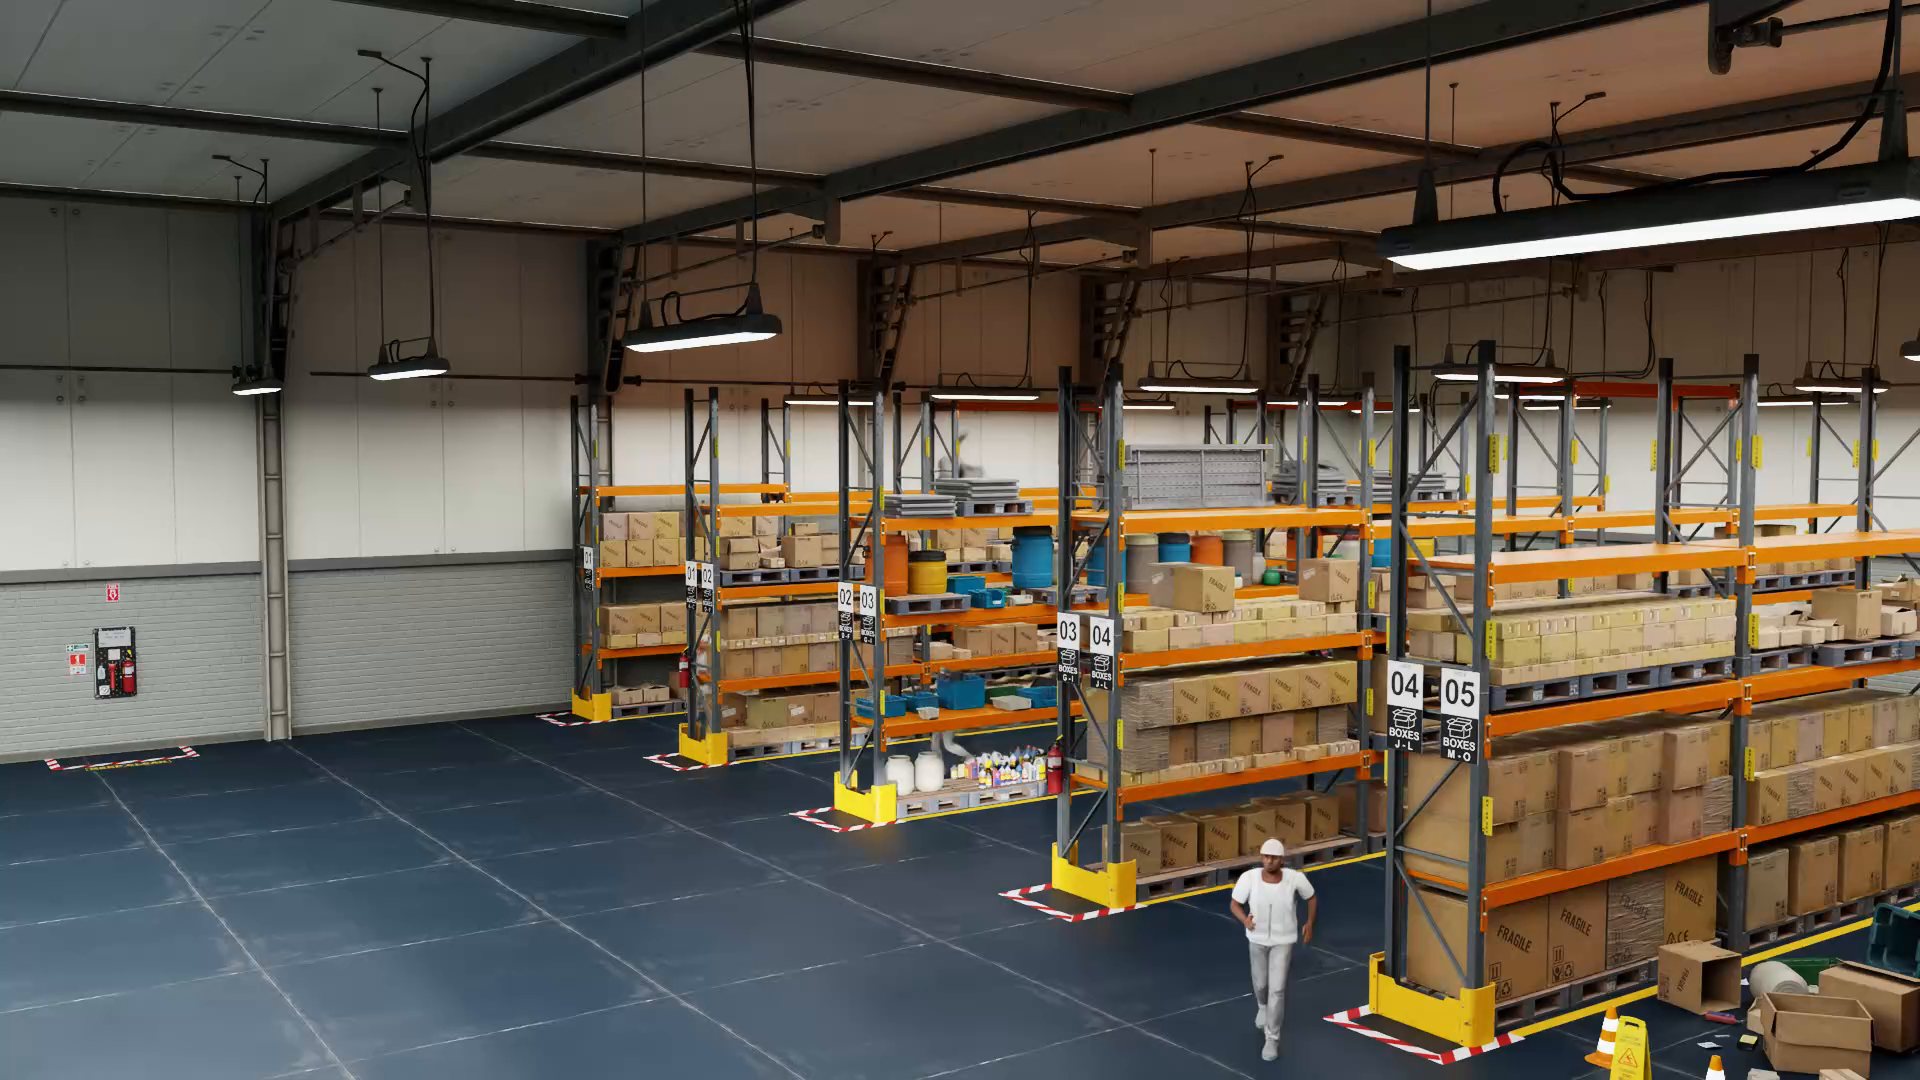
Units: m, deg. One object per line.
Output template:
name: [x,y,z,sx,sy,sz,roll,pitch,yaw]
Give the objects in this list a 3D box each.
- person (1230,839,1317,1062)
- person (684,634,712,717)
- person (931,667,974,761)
person: [2.661,3.422,14.184,0.725,1.785,0.868,1,4,18]
person: [-4.466,2.541,28.752,0.643,1.844,0.769,3,4,39]
person: [-0.203,2.790,25.608,0.799,1.703,0.625,-2,4,-28]
